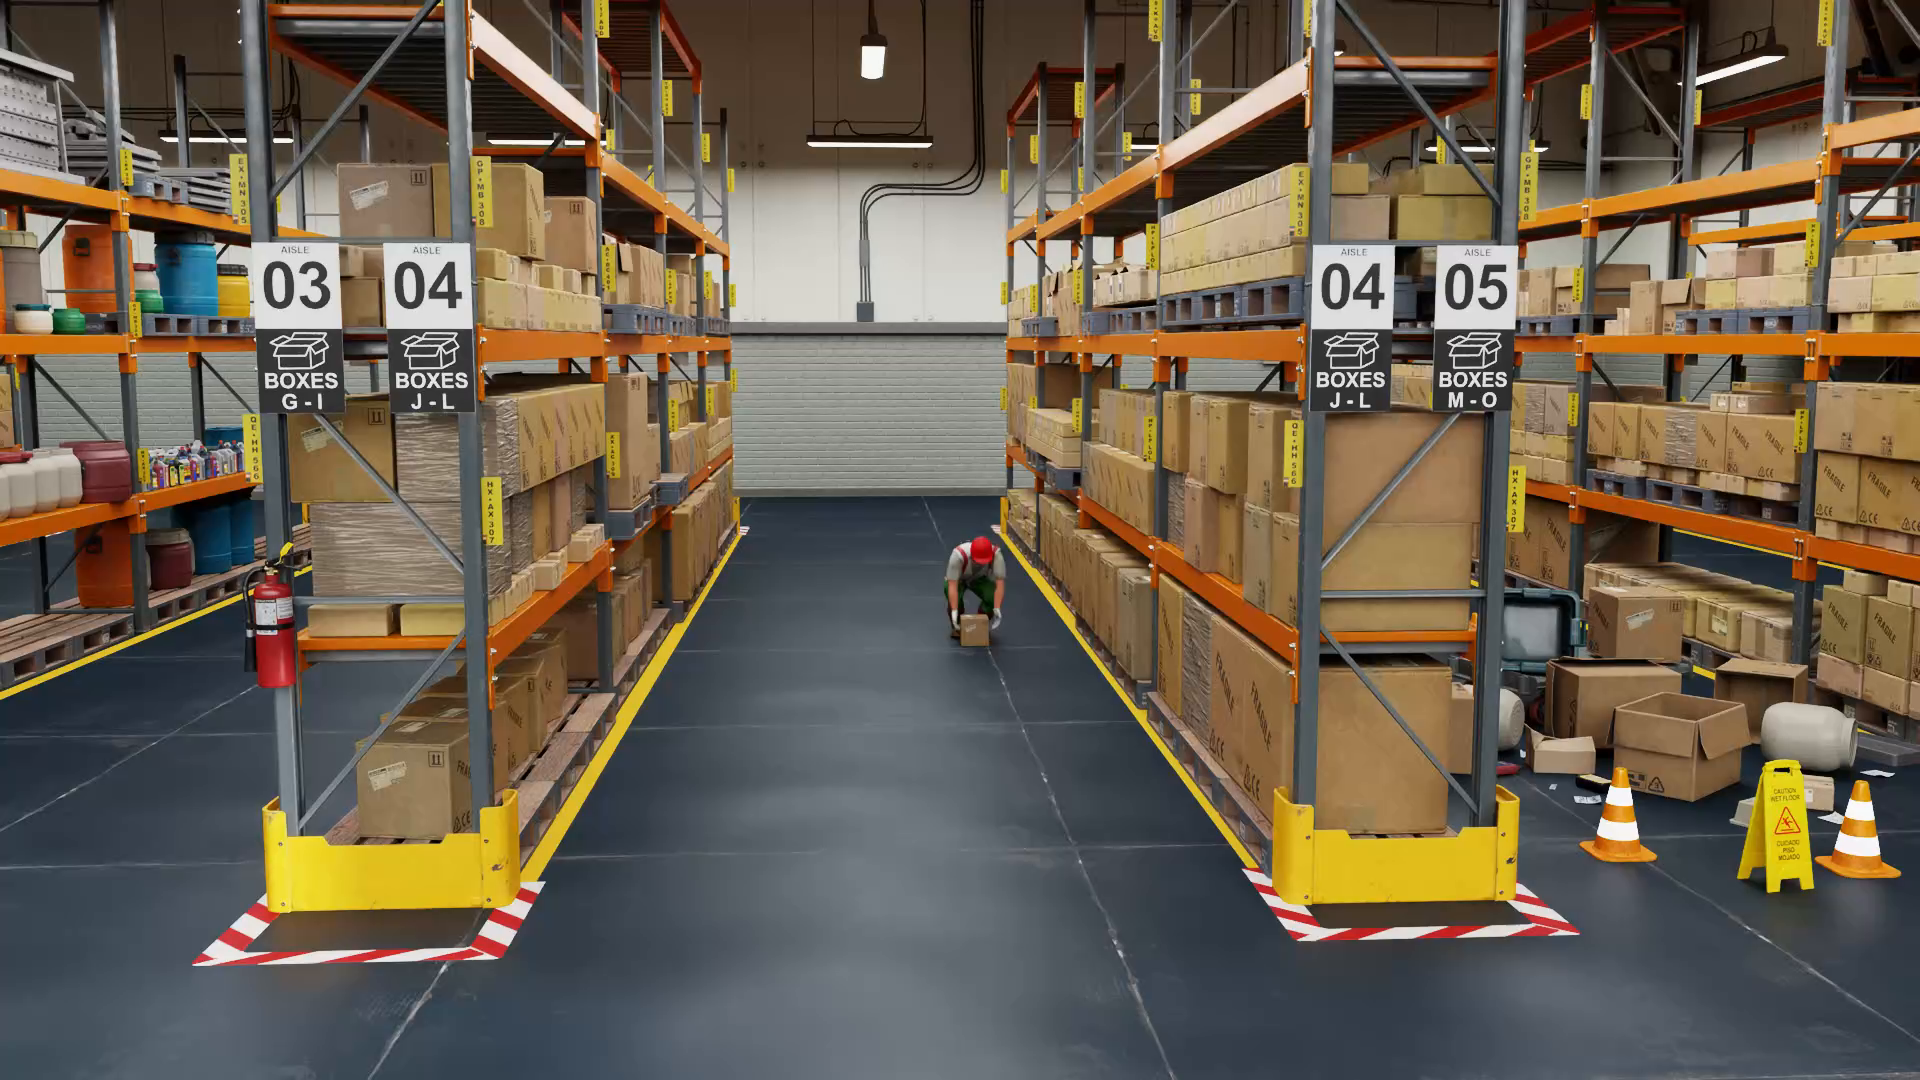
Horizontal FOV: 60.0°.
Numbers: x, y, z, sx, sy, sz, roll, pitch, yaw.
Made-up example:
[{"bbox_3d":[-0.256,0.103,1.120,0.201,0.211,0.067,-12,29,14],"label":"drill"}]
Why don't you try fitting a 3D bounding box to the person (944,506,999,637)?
[{"bbox_3d":[0.114,0.289,15.375,0.485,1.273,0.935,-1,7,-6],"label":"person"}]
